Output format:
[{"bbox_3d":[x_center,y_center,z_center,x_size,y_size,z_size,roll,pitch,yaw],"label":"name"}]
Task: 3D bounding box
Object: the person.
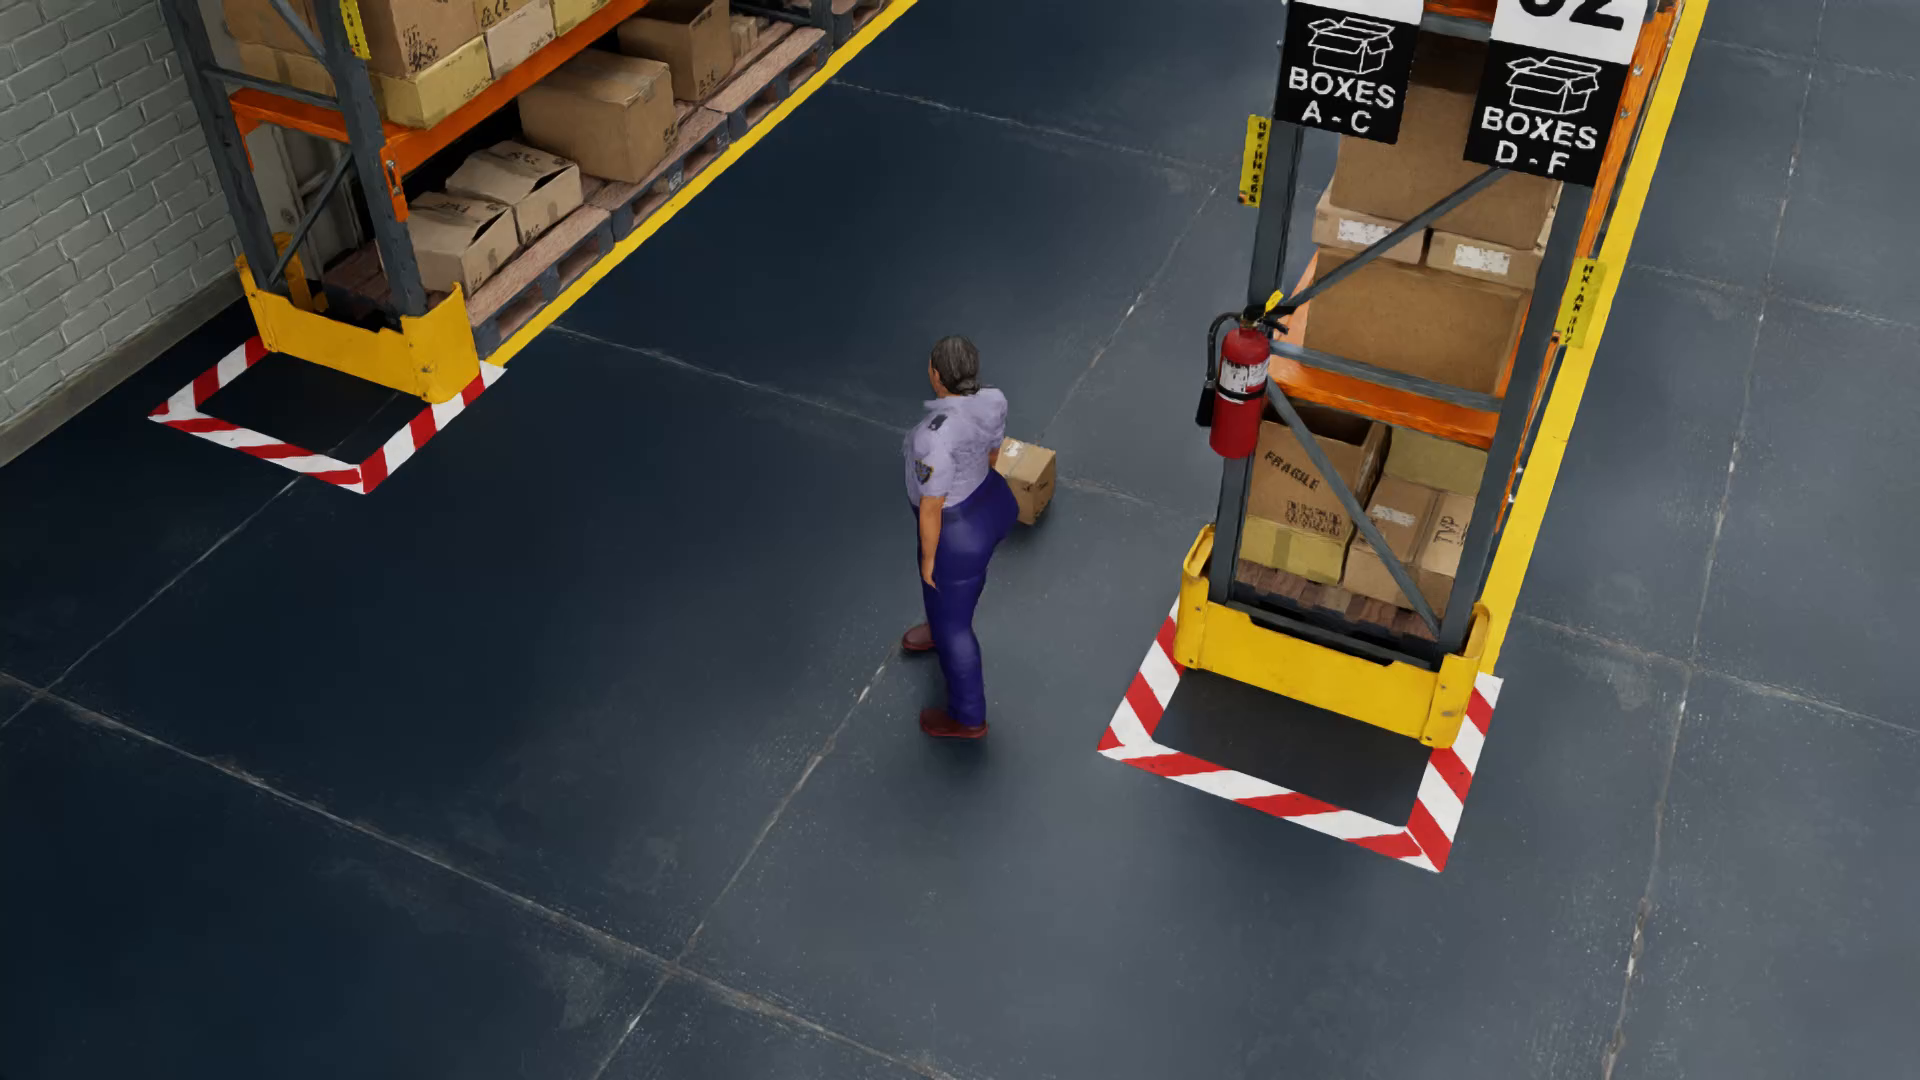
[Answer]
[{"bbox_3d":[-0.029,-0.029,6.214,0.573,1.650,0.590,22,47,22],"label":"person"}]
